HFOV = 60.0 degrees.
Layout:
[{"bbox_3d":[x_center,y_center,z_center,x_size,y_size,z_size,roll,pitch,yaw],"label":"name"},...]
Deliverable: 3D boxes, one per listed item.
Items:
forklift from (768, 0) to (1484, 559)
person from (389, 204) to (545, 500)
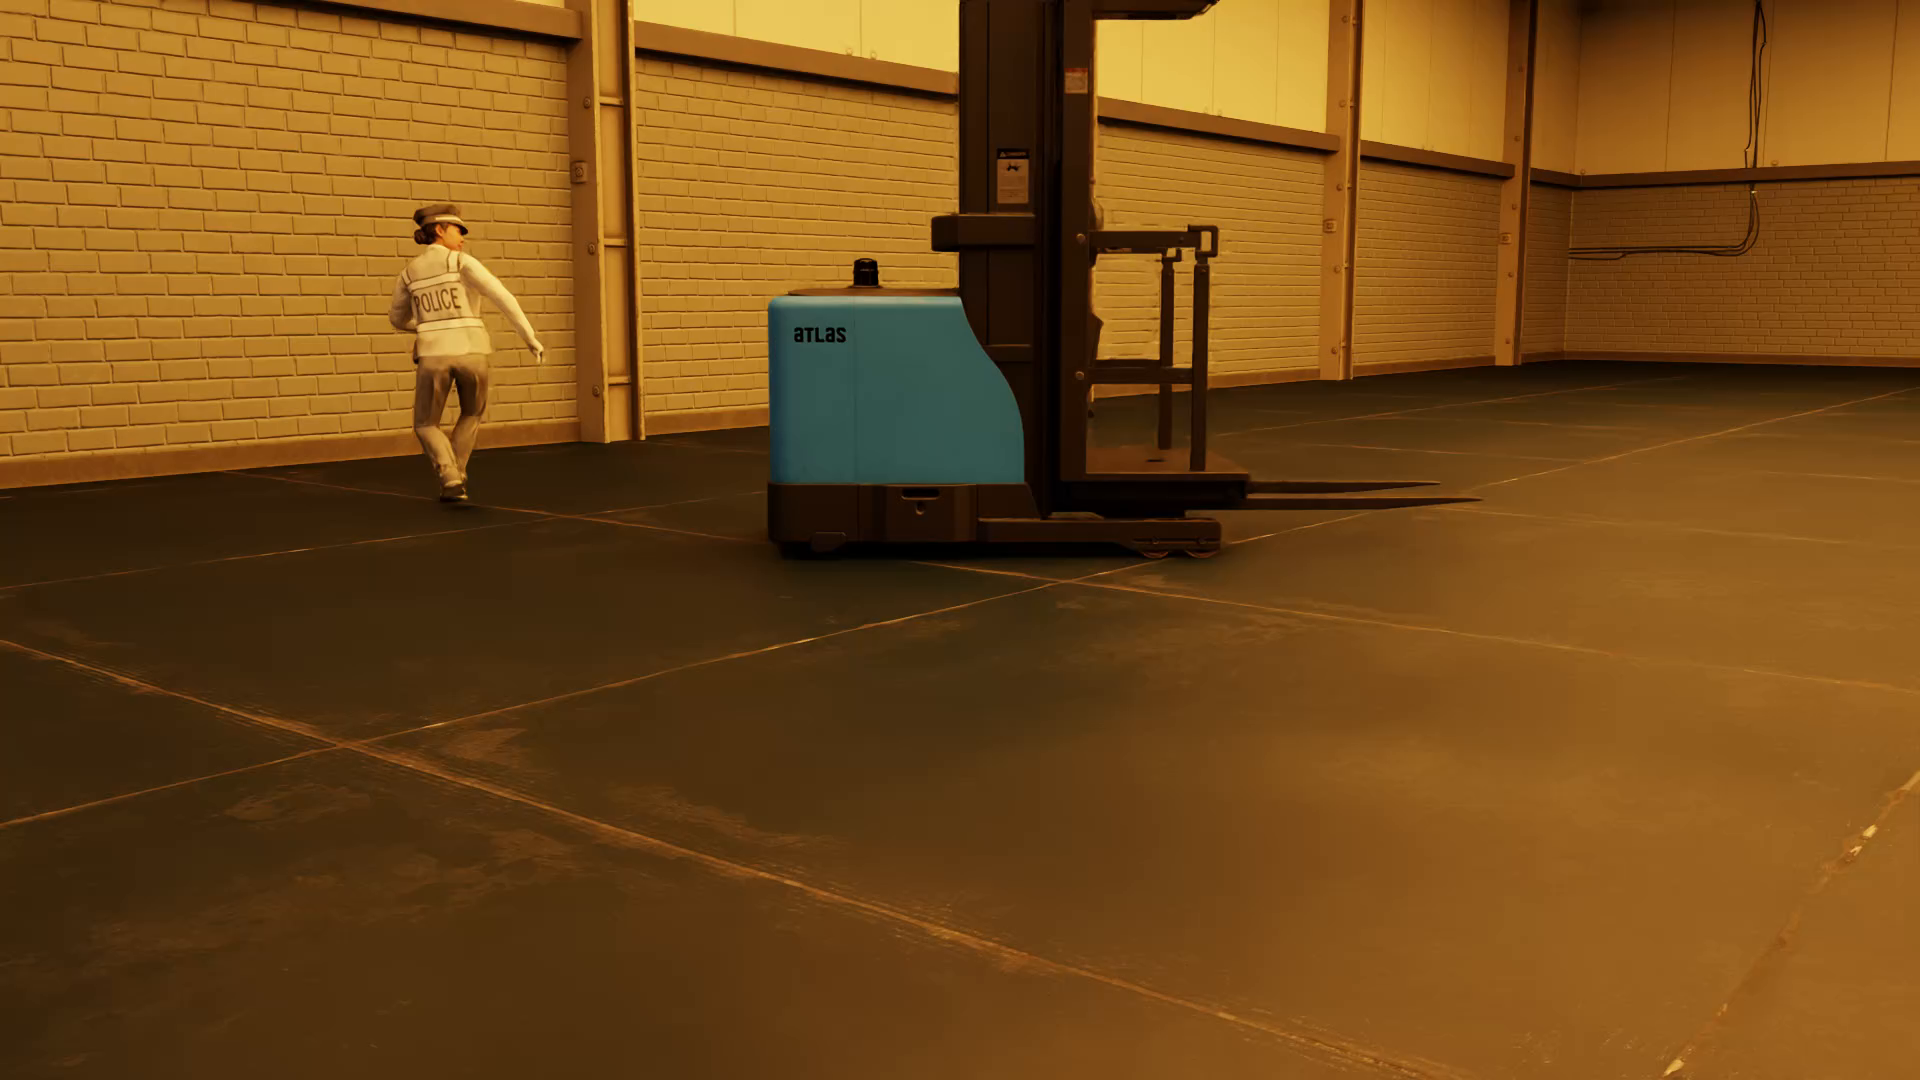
[{"bbox_3d":[0.709,-1.449,7.187,3.031,2.935,1.130,0,8,-1],"label":"forklift"},{"bbox_3d":[-2.557,-0.955,8.642,0.814,1.551,0.802,-1,8,-6],"label":"person"}]
